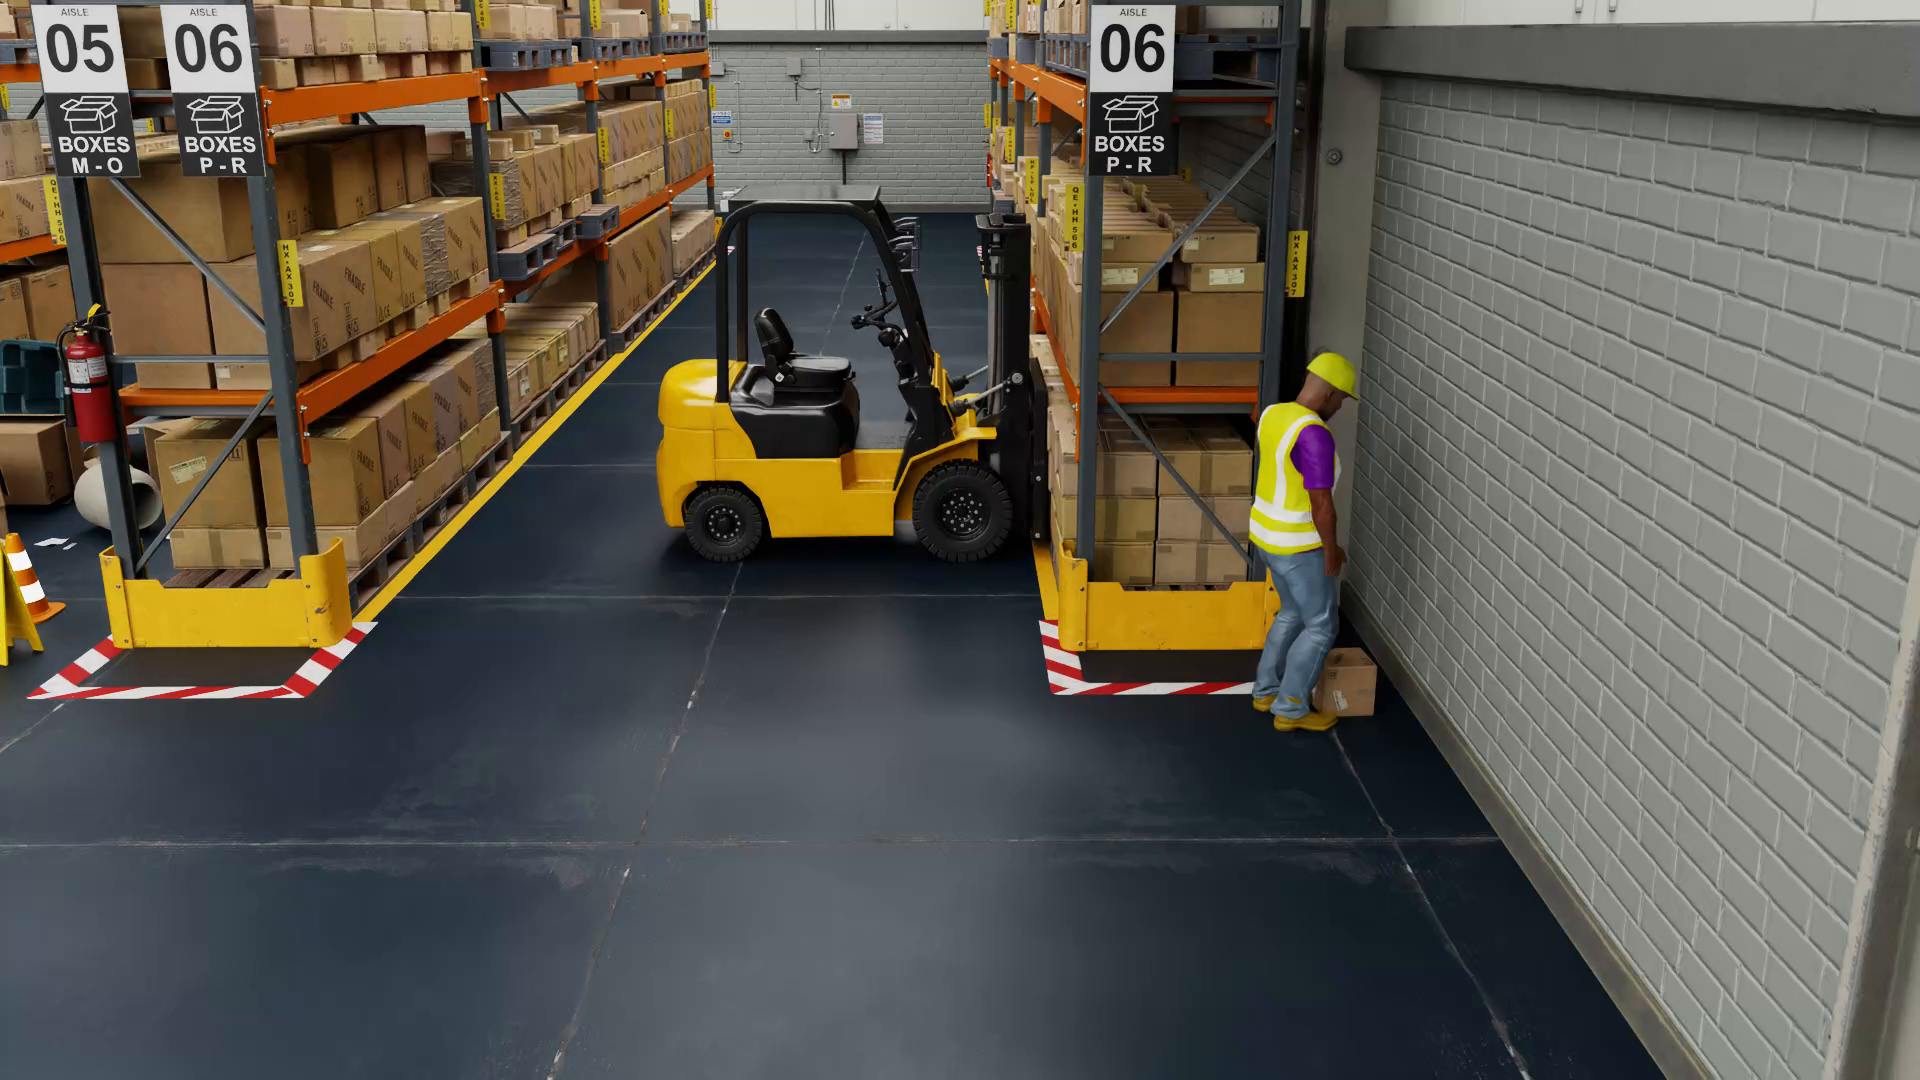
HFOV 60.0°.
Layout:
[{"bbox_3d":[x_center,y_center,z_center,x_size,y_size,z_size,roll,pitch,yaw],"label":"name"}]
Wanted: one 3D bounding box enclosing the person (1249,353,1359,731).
[{"bbox_3d":[1.560,-0.001,7.597,0.453,1.719,0.591,-3,17,-10],"label":"person"}]
